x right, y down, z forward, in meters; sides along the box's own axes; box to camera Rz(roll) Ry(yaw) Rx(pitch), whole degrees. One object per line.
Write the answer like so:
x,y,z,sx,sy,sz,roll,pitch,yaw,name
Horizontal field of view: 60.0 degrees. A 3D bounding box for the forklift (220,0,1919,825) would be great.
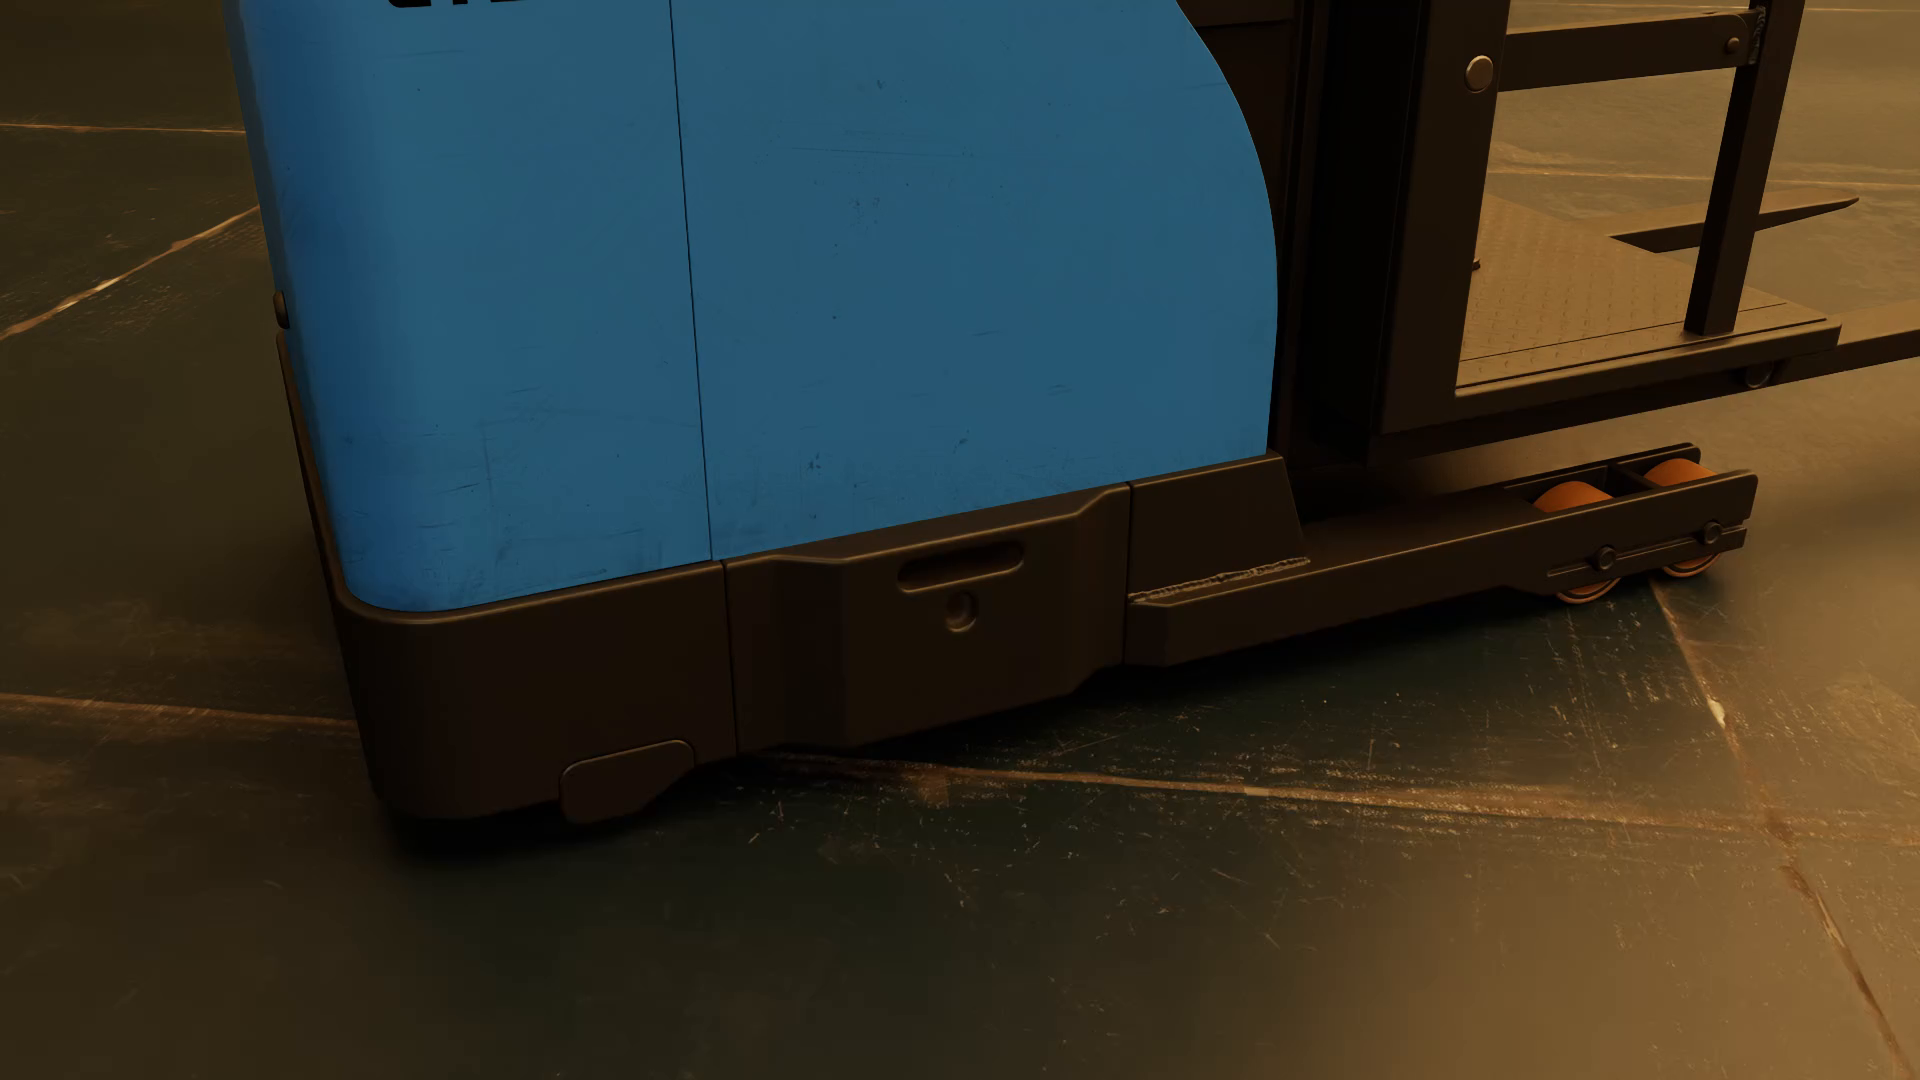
0.575,-1.426,2.076,3.031,2.935,1.130,-11,29,-21,forklift
